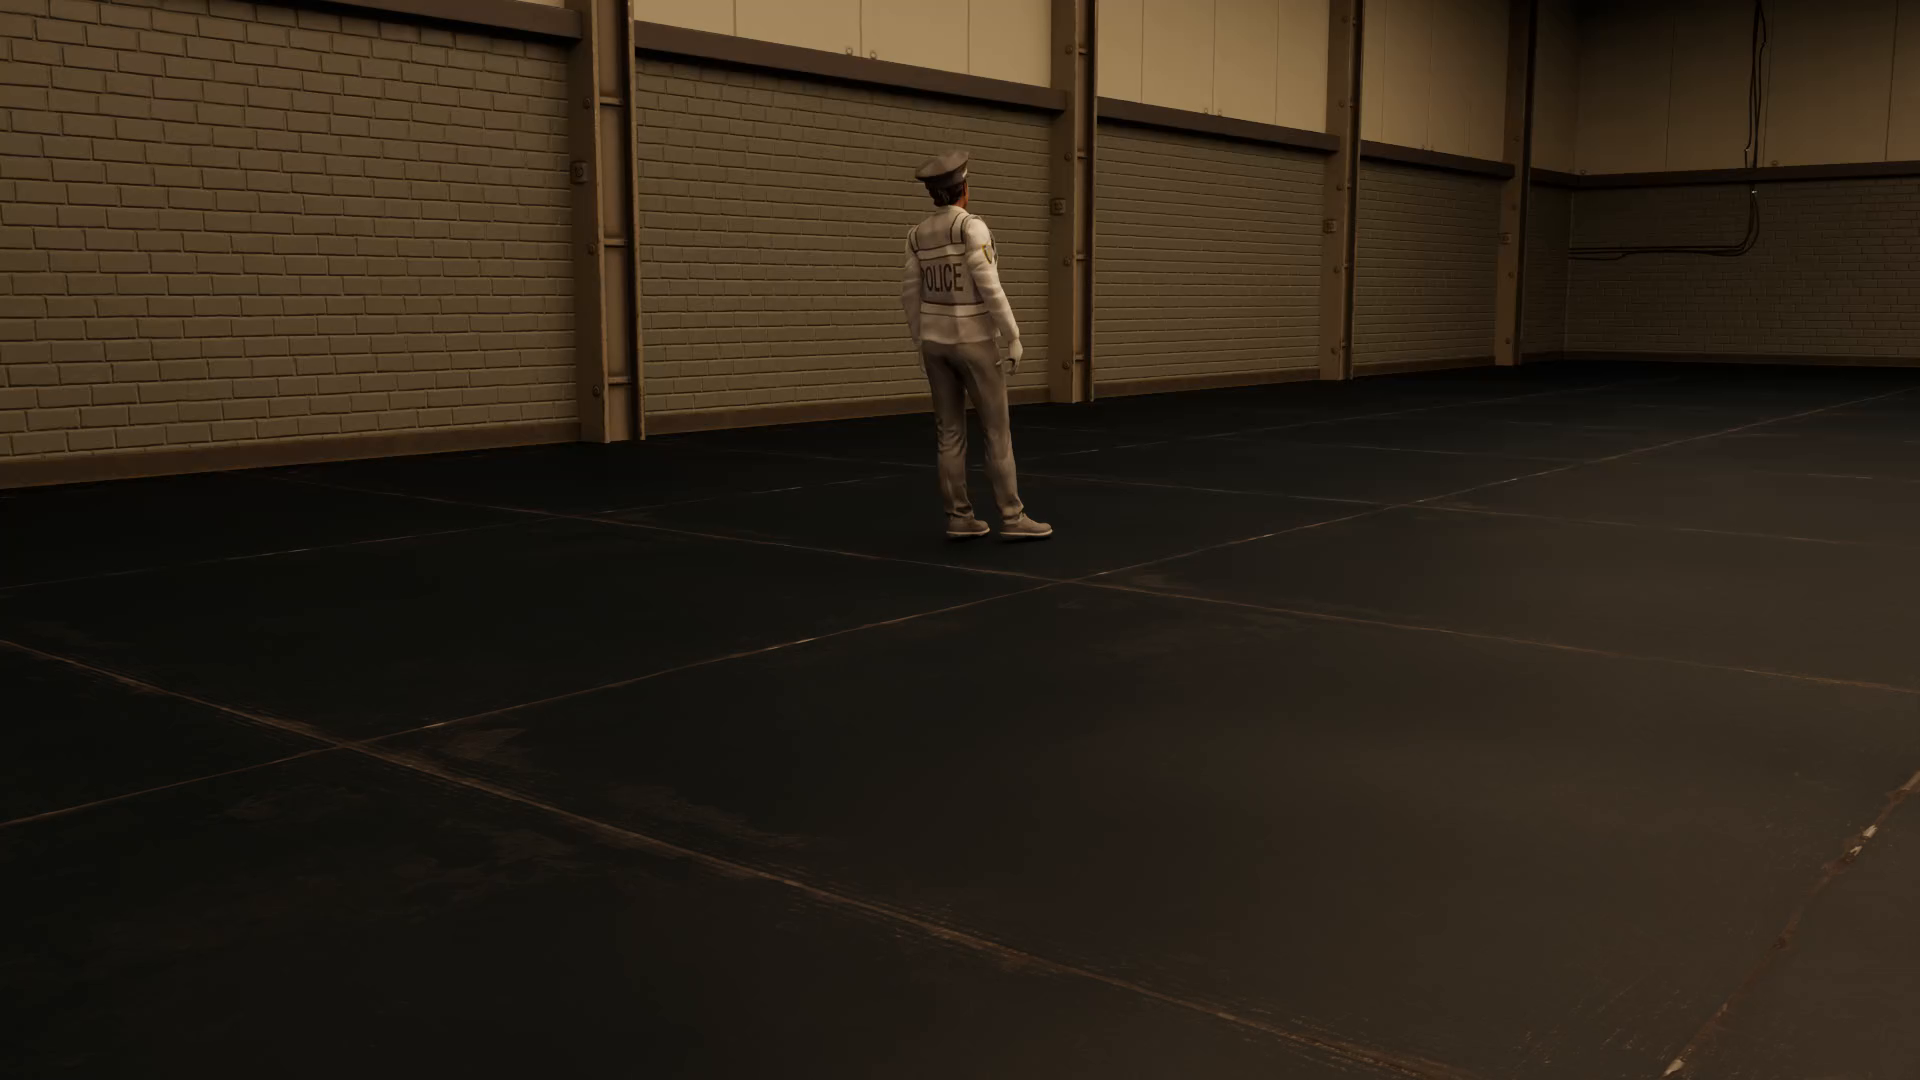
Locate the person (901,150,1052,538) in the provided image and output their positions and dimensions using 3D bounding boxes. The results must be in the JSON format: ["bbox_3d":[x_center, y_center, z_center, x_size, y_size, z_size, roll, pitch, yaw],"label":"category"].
[{"bbox_3d":[0.048,-0.853,7.330,0.588,1.695,0.531,7,11,38],"label":"person"}]
